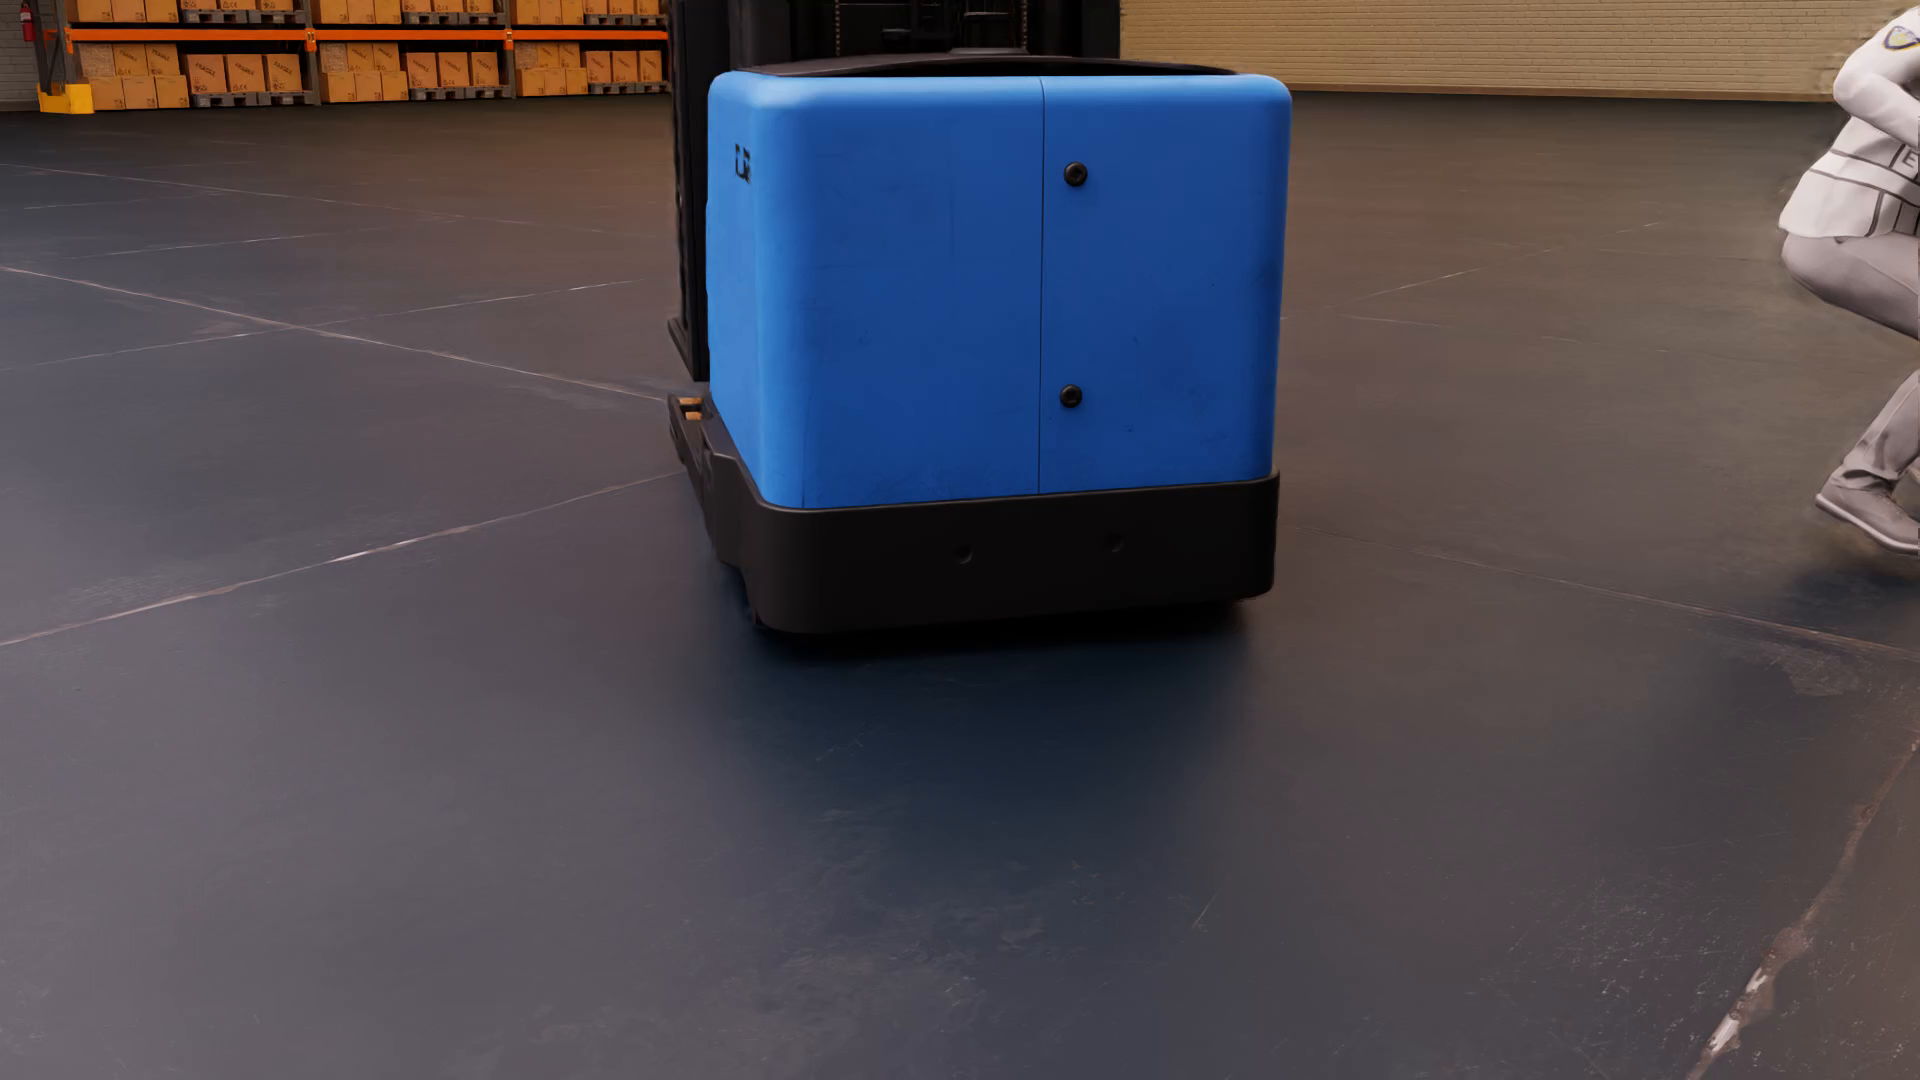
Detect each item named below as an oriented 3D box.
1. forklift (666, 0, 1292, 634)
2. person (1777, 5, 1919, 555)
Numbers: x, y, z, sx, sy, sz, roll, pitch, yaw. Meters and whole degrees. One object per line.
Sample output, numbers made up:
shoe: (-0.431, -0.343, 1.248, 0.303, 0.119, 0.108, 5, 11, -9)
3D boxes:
forklift: (-0.214, -1.613, 4.211, 1.130, 2.935, 3.031, -4, 17, -13)
person: (2.307, -0.660, 3.756, 0.805, 1.450, 0.787, -14, 22, -39)
